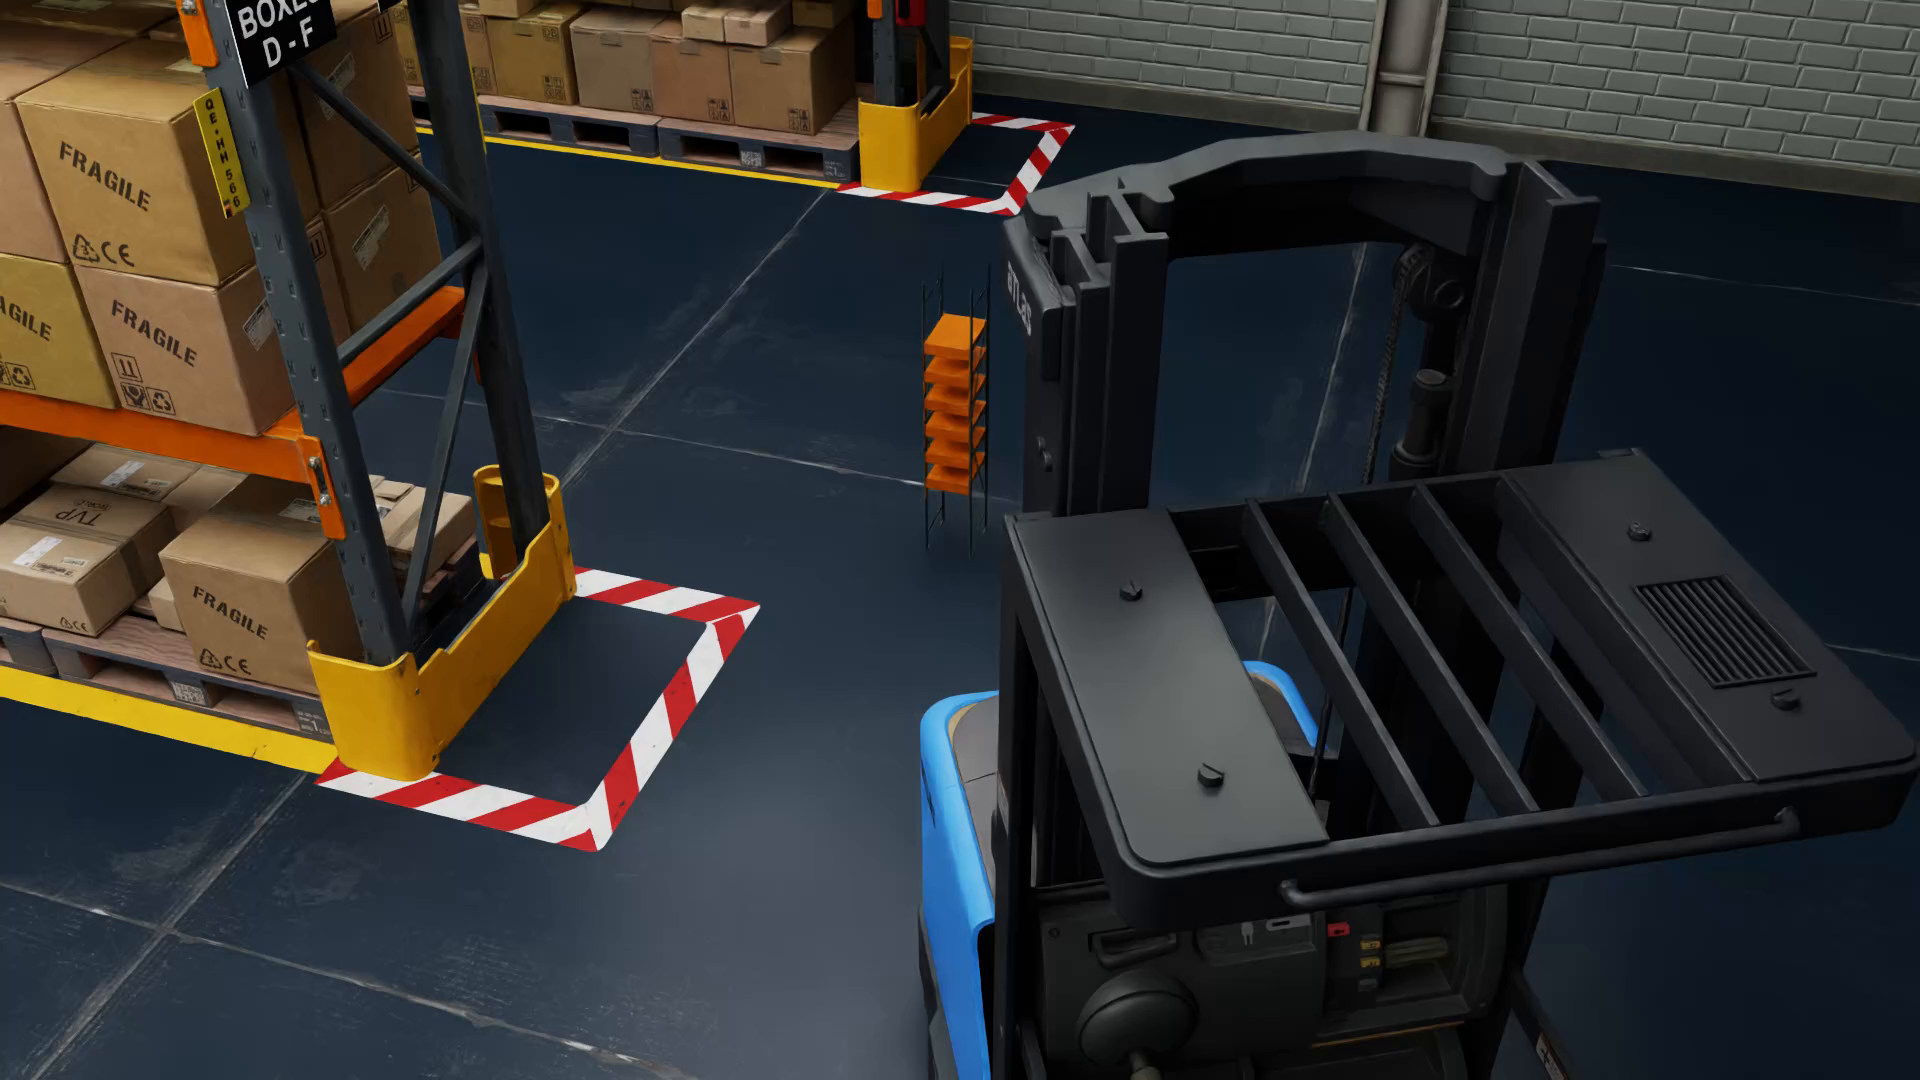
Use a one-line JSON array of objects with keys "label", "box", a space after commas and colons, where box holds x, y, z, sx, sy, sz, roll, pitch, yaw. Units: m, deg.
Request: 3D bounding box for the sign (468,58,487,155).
[{"label": "sign", "box": [-1.581, -1.381, 5.366, 0.005, 0.325, 0.100, 10, 38, 14]}]

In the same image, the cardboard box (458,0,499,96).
[{"label": "cardboard box", "box": [-2.925, -3.118, 10.210, 0.500, 0.500, 0.700, 10, 38, 13]}]

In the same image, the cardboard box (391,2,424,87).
[{"label": "cardboard box", "box": [-3.404, -3.208, 10.333, 0.500, 0.500, 0.700, 11, 38, 14]}]

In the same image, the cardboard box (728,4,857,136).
[{"label": "cardboard box", "box": [-0.967, -2.759, 9.722, 0.500, 0.500, 0.700, 10, 38, 14]}]

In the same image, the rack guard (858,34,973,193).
[{"label": "rack guard", "box": [-0.246, -2.518, 9.749, 0.348, 0.500, 1.175, 10, 38, 14]}]

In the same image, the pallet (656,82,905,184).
[{"label": "pallet", "box": [-1.056, -2.503, 9.973, 1.213, 0.211, 1.003, 10, 38, 14]}]

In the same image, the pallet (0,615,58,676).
[{"label": "pallet", "box": [-3.737, 0.027, 6.535, 1.213, 0.211, 1.003, 10, 38, 14]}]

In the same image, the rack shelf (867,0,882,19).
[{"label": "rack shelf", "box": [-2.178, -3.593, 9.708, 4.000, 0.370, 1.077, 10, 38, 14]}]

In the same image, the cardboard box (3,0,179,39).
[{"label": "cardboard box", "box": [-2.589, -1.484, 5.308, 0.500, 0.500, 0.500, 11, 38, 14]}]

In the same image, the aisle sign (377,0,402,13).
[{"label": "aisle sign", "box": [-1.590, -1.927, 4.644, 0.004, 0.787, 0.394, 10, 38, 14]}]

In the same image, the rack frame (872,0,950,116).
[{"label": "rack frame", "box": [-0.269, -3.529, 9.014, 0.127, 3.000, 1.000, 10, 38, 14]}]

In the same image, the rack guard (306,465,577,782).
[{"label": "rack guard", "box": [-1.815, 0.268, 5.964, 0.348, 0.500, 1.175, 10, 38, 14]}]

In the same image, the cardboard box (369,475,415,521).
[{"label": "cardboard box", "box": [-2.278, -0.074, 6.339, 0.250, 0.166, 0.380, 10, 38, 14]}]

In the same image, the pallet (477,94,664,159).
[{"label": "pallet", "box": [-2.216, -2.720, 10.267, 1.213, 0.211, 1.003, 10, 38, 14]}]

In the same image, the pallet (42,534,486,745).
[{"label": "pallet", "box": [-2.576, 0.244, 6.241, 1.213, 0.211, 1.003, 10, 38, 14]}]

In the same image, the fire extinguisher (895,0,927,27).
[{"label": "fire extinguisher", "box": [-0.263, -3.060, 8.757, 0.183, 0.674, 0.296, 10, 38, 14]}]

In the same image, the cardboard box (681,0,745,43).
[{"label": "cardboard box", "box": [-1.388, -2.984, 9.481, 0.250, 0.149, 0.380, 11, 38, 15]}]

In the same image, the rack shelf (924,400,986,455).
[{"label": "rack shelf", "box": [-0.014, -0.450, 6.424, 0.180, 0.103, 0.258, 10, 38, 14]}]

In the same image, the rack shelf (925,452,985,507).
[{"label": "rack shelf", "box": [-0.014, -0.257, 6.566, 0.180, 0.103, 0.258, 10, 38, 14]}]

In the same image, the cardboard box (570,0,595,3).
[{"label": "cardboard box", "box": [-2.240, -3.379, 10.018, 0.250, 0.149, 0.380, 10, 37, 13]}]

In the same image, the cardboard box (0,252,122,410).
[{"label": "cardboard box", "box": [-2.748, -0.781, 5.196, 0.500, 0.500, 0.500, 11, 38, 14]}]

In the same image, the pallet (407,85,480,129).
[{"label": "pallet", "box": [-3.385, -2.934, 10.559, 1.213, 0.211, 1.003, 10, 38, 14]}]

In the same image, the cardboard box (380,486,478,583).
[{"label": "cardboard box", "box": [-2.040, -0.023, 6.285, 0.250, 0.149, 0.380, 10, 38, 14]}]

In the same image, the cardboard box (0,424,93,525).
[{"label": "cardboard box", "box": [-3.766, -0.275, 6.328, 0.637, 0.503, 0.797, 10, 38, 14]}]

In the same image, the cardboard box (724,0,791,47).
[{"label": "cardboard box", "box": [-1.144, -2.939, 9.420, 0.250, 0.149, 0.380, 10, 38, 13]}]

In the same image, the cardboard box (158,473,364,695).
[{"label": "cardboard box", "box": [-2.335, 0.147, 5.757, 0.500, 0.500, 0.500, 10, 38, 14]}]

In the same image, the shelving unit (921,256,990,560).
[{"label": "shelving unit", "box": [-0.014, -0.486, 6.398, 0.189, 1.200, 0.258, 10, 38, 14]}]

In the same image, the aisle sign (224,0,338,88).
[{"label": "aisle sign", "box": [-1.769, -1.587, 4.183, 0.004, 0.787, 0.394, 10, 38, 14]}]

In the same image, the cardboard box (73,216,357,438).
[{"label": "cardboard box", "box": [-2.251, -0.691, 5.074, 0.500, 0.500, 0.500, 12, 38, 15]}]

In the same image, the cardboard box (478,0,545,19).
[{"label": "cardboard box", "box": [-2.633, -3.214, 9.793, 0.250, 0.149, 0.380, 9, 37, 13]}]

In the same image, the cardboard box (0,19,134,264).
[{"label": "cardboard box", "box": [-2.732, -1.180, 4.895, 0.500, 0.500, 0.500, 12, 38, 15]}]

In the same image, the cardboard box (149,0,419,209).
[{"label": "cardboard box", "box": [-2.088, -1.396, 5.188, 0.500, 0.500, 0.500, 12, 38, 15]}]

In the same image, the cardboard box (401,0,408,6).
[{"label": "cardboard box", "box": [-3.131, -3.306, 9.918, 0.250, 0.149, 0.380, 12, 38, 15]}]

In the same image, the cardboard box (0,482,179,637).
[{"label": "cardboard box", "box": [-3.233, 0.063, 6.082, 0.500, 0.250, 0.500, 10, 38, 14]}]

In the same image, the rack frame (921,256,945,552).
[{"label": "rack frame", "box": [-0.101, -0.502, 6.420, 0.006, 1.200, 0.240, 10, 38, 14]}]

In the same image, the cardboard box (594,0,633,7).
[{"label": "cardboard box", "box": [-1.999, -3.334, 9.956, 0.250, 0.149, 0.380, 11, 38, 14]}]

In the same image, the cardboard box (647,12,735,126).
[{"label": "cardboard box", "box": [-1.445, -2.847, 9.842, 0.500, 0.500, 0.700, 10, 38, 14]}]

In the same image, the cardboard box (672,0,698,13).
[{"label": "cardboard box", "box": [-1.511, -3.244, 9.835, 0.250, 0.149, 0.380, 11, 38, 14]}]

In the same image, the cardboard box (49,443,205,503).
[{"label": "cardboard box", "box": [-3.132, -0.229, 6.479, 0.500, 0.250, 0.500, 10, 38, 14]}]

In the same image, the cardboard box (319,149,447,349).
[{"label": "cardboard box", "box": [-2.088, -0.993, 5.485, 0.500, 0.500, 0.500, 11, 38, 15]}]

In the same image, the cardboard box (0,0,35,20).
[{"label": "cardboard box", "box": [-3.065, -1.575, 5.432, 0.500, 0.500, 0.500, 11, 38, 15]}]

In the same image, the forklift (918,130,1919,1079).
[{"label": "forklift", "box": [0.654, 0.908, 3.044, 1.130, 2.935, 3.031, -6, 37, -8]}]

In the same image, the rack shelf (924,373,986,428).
[{"label": "rack shelf", "box": [-0.014, -0.547, 6.353, 0.180, 0.103, 0.258, 10, 38, 14]}]

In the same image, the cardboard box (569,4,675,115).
[{"label": "cardboard box", "box": [-1.925, -2.935, 9.962, 0.500, 0.500, 0.700, 9, 37, 12]}]

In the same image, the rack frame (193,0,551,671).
[{"label": "rack frame", "box": [-1.743, -0.726, 5.205, 0.127, 3.000, 1.000, 10, 38, 14]}]

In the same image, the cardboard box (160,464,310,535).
[{"label": "cardboard box", "box": [-2.654, -0.140, 6.359, 0.500, 0.250, 0.500, 10, 38, 14]}]

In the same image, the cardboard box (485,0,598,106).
[{"label": "cardboard box", "box": [-2.436, -3.026, 10.085, 0.500, 0.500, 0.700, 11, 38, 15]}]

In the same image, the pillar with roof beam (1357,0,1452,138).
[{"label": "pillar with roof beam", "box": [1.282, -3.521, 3.943, 0.400, 9.000, 9.100, 10, 38, 14]}]

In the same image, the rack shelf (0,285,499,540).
[{"label": "rack shelf", "box": [-3.652, -0.789, 5.899, 4.000, 0.370, 1.077, 10, 38, 14]}]

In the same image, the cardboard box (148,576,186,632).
[{"label": "cardboard box", "box": [-2.695, 0.159, 6.022, 0.250, 0.166, 0.380, 10, 38, 14]}]

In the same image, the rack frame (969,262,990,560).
[{"label": "rack frame", "box": [0.074, -0.470, 6.376, 0.006, 1.200, 0.240, 10, 38, 14]}]

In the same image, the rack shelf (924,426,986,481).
[{"label": "rack shelf", "box": [-0.014, -0.353, 6.495, 0.180, 0.103, 0.258, 10, 38, 14]}]

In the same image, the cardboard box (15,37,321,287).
[{"label": "cardboard box", "box": [-2.249, -1.092, 4.775, 0.500, 0.500, 0.500, 10, 38, 13]}]

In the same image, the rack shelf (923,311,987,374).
[{"label": "rack shelf", "box": [-0.014, -0.740, 6.211, 0.180, 0.103, 0.258, 10, 38, 14]}]

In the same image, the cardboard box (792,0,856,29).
[{"label": "cardboard box", "box": [-0.788, -3.111, 9.653, 0.250, 0.149, 0.380, 11, 38, 14]}]

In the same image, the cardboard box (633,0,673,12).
[{"label": "cardboard box", "box": [-1.754, -3.289, 9.895, 0.250, 0.149, 0.380, 11, 38, 15]}]

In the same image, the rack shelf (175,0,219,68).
[{"label": "rack shelf", "box": [-3.652, -1.997, 5.010, 4.000, 0.370, 1.077, 10, 38, 14]}]

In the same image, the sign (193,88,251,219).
[{"label": "sign", "box": [-1.927, -1.009, 4.346, 0.005, 0.325, 0.100, 10, 38, 14]}]

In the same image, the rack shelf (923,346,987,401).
[{"label": "rack shelf", "box": [-0.014, -0.643, 6.282, 0.180, 0.103, 0.258, 10, 38, 14]}]
